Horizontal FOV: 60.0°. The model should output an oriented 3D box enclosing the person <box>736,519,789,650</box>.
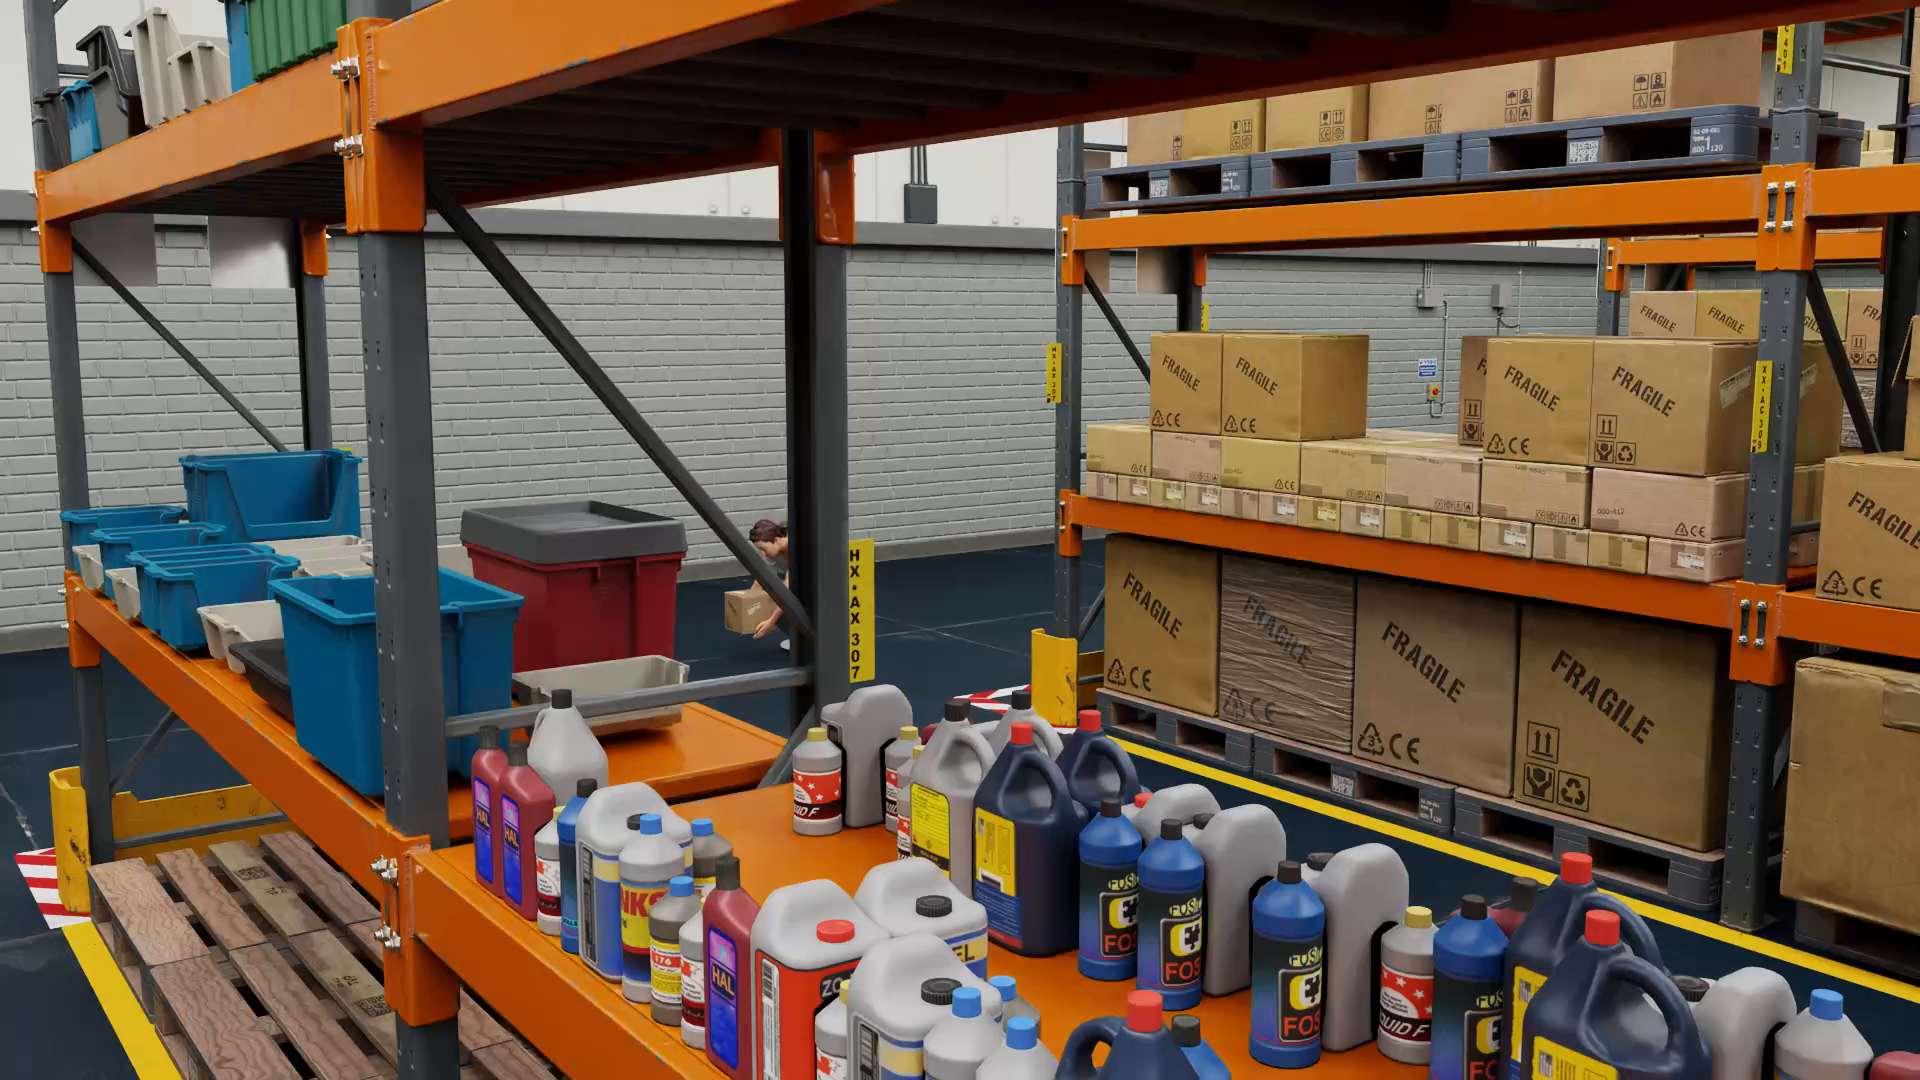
[{"bbox_3d":[-1.112,0.307,11.271,0.802,0.946,0.464,-6,10,-36],"label":"person"}]
